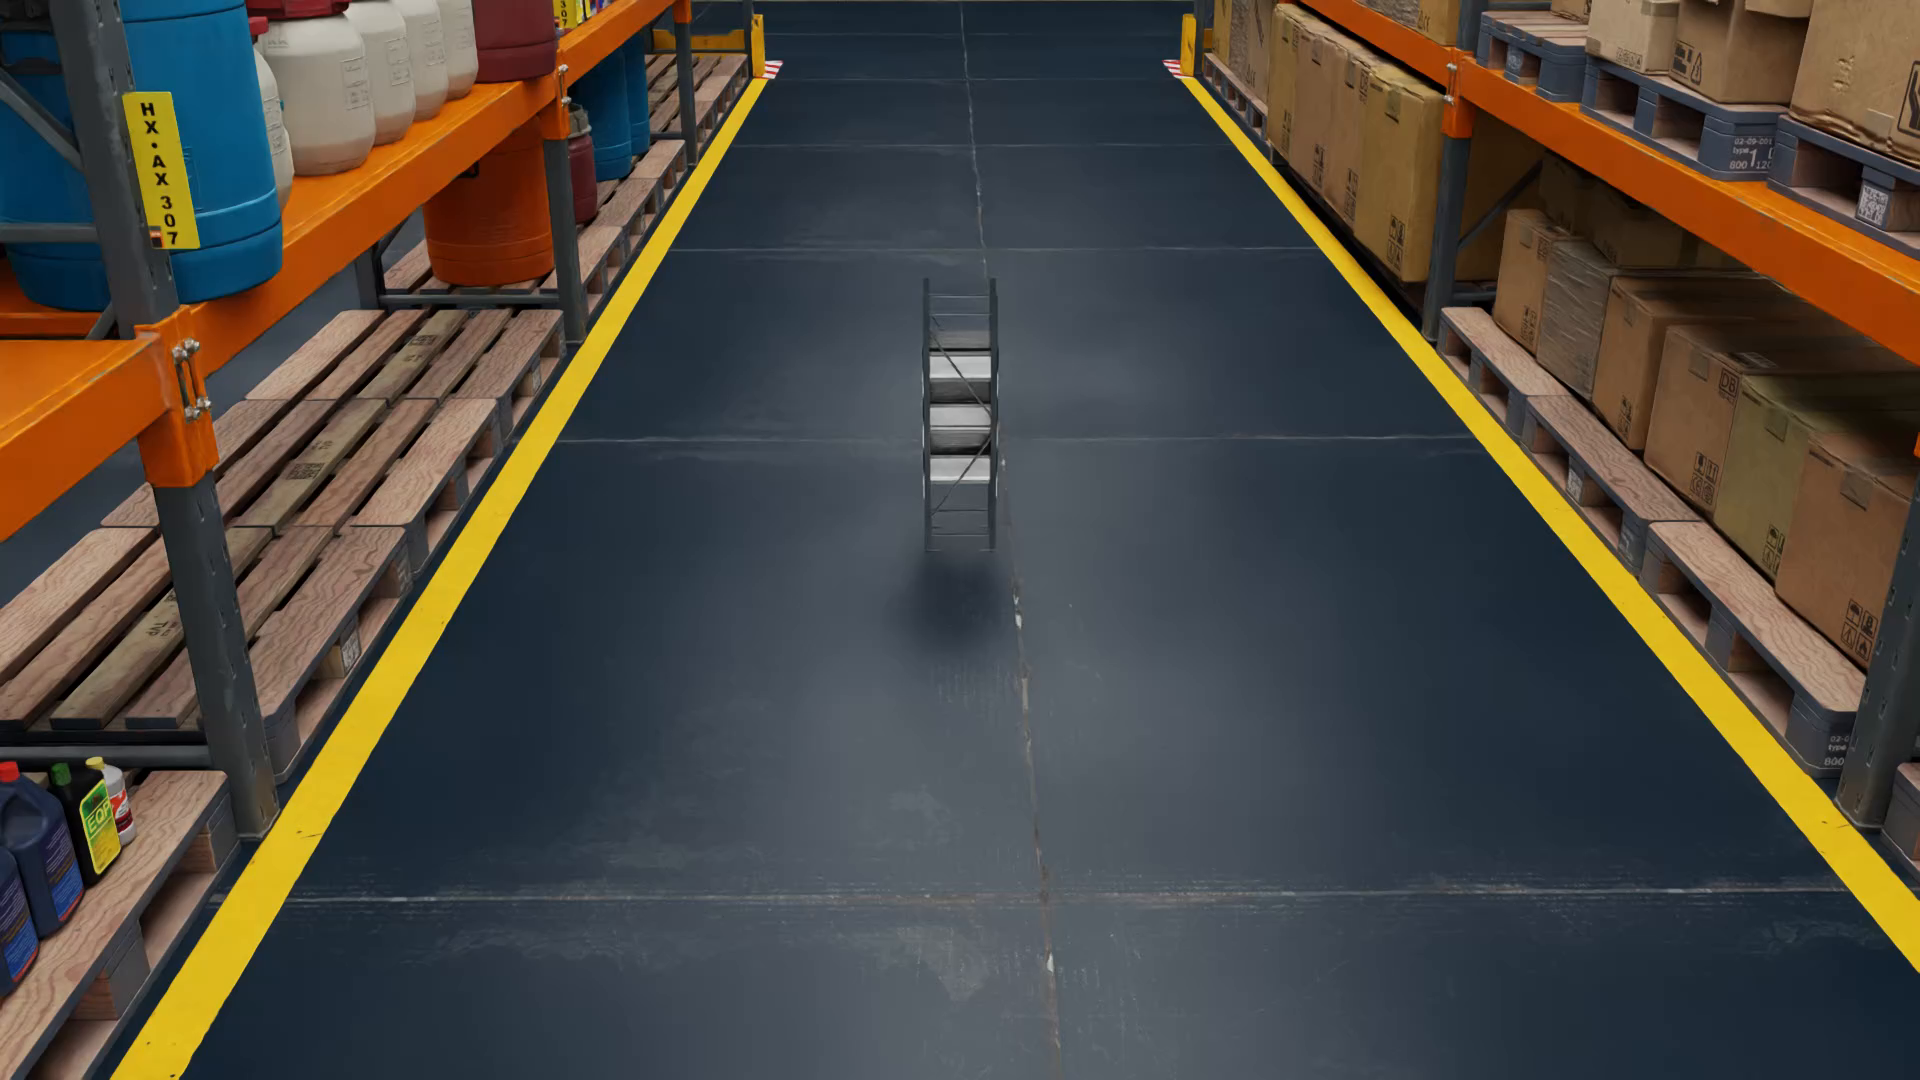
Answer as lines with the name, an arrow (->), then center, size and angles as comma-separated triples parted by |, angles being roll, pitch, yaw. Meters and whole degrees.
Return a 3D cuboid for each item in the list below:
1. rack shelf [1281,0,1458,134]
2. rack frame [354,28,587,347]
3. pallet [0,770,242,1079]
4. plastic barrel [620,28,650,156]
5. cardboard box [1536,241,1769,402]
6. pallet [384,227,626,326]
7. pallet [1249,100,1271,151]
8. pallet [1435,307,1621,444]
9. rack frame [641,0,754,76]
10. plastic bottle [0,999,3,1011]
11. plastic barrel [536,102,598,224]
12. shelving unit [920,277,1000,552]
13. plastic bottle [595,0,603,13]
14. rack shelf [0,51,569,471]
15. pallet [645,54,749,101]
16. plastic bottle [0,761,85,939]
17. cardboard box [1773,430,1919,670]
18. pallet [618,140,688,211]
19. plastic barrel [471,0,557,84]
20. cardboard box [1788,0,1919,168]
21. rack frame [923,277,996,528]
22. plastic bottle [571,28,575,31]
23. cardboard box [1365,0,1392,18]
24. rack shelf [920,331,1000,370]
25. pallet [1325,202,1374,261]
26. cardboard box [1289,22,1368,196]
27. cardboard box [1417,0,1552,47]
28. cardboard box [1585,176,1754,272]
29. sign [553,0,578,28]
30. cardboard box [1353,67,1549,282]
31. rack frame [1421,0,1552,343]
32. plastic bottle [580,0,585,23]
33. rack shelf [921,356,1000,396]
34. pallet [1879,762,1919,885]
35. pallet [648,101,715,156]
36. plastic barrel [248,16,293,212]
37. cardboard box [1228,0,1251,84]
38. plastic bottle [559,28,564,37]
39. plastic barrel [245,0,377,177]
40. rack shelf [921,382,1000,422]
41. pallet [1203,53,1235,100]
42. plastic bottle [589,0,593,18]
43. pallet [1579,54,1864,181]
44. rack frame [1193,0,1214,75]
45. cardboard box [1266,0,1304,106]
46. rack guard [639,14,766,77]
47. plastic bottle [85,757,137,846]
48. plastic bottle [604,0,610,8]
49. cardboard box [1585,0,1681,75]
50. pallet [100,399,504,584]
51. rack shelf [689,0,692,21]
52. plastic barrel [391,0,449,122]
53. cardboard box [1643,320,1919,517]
rack shelf -> 2.668, -2.812, 9.201 | 1.077, 0.370, 4.000 | 0, 24, -1
rack frame -> -2.263, -2.294, 7.182 | 1.000, 3.000, 0.127 | 0, 24, -1
pallet -> -2.253, 0.902, 3.500 | 1.003, 0.211, 1.213 | 0, 24, -1
plastic barrel -> -2.317, -2.953, 10.676 | 0.600, 0.901, 0.708 | 0, 24, -1
cardboard box -> 2.736, -0.873, 6.540 | 0.700, 0.500, 0.500 | -2, 24, -5
pallet -> -2.313, -1.348, 8.474 | 1.003, 0.211, 1.213 | 0, 24, -1
pallet -> 2.716, -3.008, 12.144 | 1.003, 0.211, 1.213 | 0, 24, -1
pallet -> 2.697, -0.724, 7.094 | 1.003, 0.211, 1.213 | 0, 24, -1
rack frame -> -2.350, -5.590, 14.471 | 1.000, 3.000, 0.127 | 0, 24, -1
plastic bottle -> -1.878, 0.802, 3.100 | 0.061, 0.283, 0.133 | 1, 24, 3
plastic barrel -> -2.297, -2.053, 9.067 | 0.600, 0.588, 0.708 | 0, 24, -1
shelving unit -> 0.000, -0.413, 5.572 | 0.258, 0.900, 0.210 | 0, 24, -1
plastic bottle -> -1.911, -2.897, 8.657 | 0.061, 0.283, 0.133 | 0, 24, -1
rack shelf -> -2.241, -1.142, 5.508 | 1.077, 0.370, 4.000 | 0, 24, -1
pallet -> -2.380, -3.980, 14.293 | 1.003, 0.211, 1.213 | 0, 24, -1
plastic bottle -> -1.924, 0.625, 3.409 | 0.144, 0.351, 0.185 | -1, 24, -2
cardboard box -> 2.749, 0.018, 4.571 | 0.700, 0.500, 0.500 | -2, 24, -5
pallet -> -2.339, -2.353, 10.697 | 1.003, 0.211, 1.213 | 0, 24, -1
plastic barrel -> -1.955, -2.166, 6.734 | 0.600, 0.536, 0.708 | 0, 24, -1
cardboard box -> 2.865, -1.461, 4.102 | 1.000, 1.000, 1.000 | 0, 24, 0
rack frame -> -0.001, -0.455, 5.665 | 0.240, 0.900, 0.006 | 0, 24, -1
plastic bottle -> -1.949, -2.608, 8.026 | 0.152, 0.276, 0.135 | 0, 24, -1
cardboard box -> 2.429, -2.983, 8.585 | 0.500, 0.500, 0.500 | -1, 24, -2
rack shelf -> 0.000, -0.629, 5.474 | 0.258, 0.077, 0.200 | 0, 24, -1
pallet -> 2.747, -1.872, 9.633 | 1.003, 0.211, 1.213 | 0, 24, -1
cardboard box -> 2.684, -2.556, 9.830 | 1.225, 0.875, 0.875 | -1, 24, -2
cardboard box -> 2.437, -2.564, 7.658 | 0.500, 0.500, 0.500 | 0, 24, 1
cardboard box -> 2.743, -1.225, 6.408 | 0.500, 0.250, 0.500 | 2, 24, 5
sign -> -1.712, -2.374, 7.160 | 0.100, 0.325, 0.005 | 0, 24, -1
cardboard box -> 2.703, -1.824, 8.211 | 1.225, 0.875, 0.875 | -1, 24, -3
rack frame -> 2.690, -2.316, 7.231 | 1.000, 3.000, 0.127 | 0, 24, -1
plastic bottle -> -1.924, -2.677, 8.269 | 0.097, 0.201, 0.097 | 0, 24, 0
rack shelf -> 0.000, -0.547, 5.512 | 0.258, 0.077, 0.200 | 0, 24, -1
pallet -> 2.776, 0.879, 3.550 | 1.003, 0.211, 1.213 | 0, 24, -1
pallet -> -2.353, -2.974, 12.070 | 1.003, 0.211, 1.213 | 0, 24, -1
plastic barrel -> -2.010, -1.103, 4.383 | 0.433, 0.535, 0.433 | 0, 24, 0
cardboard box -> 2.700, -4.198, 13.460 | 0.875, 0.875, 0.875 | 0, 24, -1
plastic bottle -> -1.919, -2.471, 7.815 | 0.097, 0.201, 0.097 | 0, 24, 0
plastic barrel -> -2.018, -1.405, 5.052 | 0.433, 0.535, 0.433 | 0, 24, 0
rack shelf -> 0.000, -0.465, 5.549 | 0.258, 0.077, 0.200 | 0, 24, -1
pallet -> 2.690, -4.013, 14.367 | 1.003, 0.211, 1.213 | 0, 24, -1
plastic bottle -> -1.927, -2.804, 8.465 | 0.097, 0.271, 0.097 | 0, 24, 0
pallet -> 2.753, -1.413, 5.467 | 1.003, 0.211, 1.213 | 0, 24, -1
rack frame -> 2.603, -5.613, 14.520 | 1.000, 3.000, 0.127 | 0, 24, -1
cardboard box -> 2.719, -3.460, 11.829 | 0.875, 0.875, 0.875 | 0, 24, -1
rack guard -> -2.363, -4.461, 15.007 | 1.175, 0.500, 0.348 | 0, 24, -1
plastic bottle -> -1.903, 0.577, 3.696 | 0.097, 0.201, 0.097 | 0, 24, 0
plastic bottle -> -1.959, -2.989, 8.868 | 0.152, 0.276, 0.135 | 0, 24, -1
cardboard box -> 2.478, -1.747, 5.646 | 0.500, 0.250, 0.500 | -1, 24, -2
pallet -> -2.282, -0.202, 5.941 | 1.003, 0.211, 1.213 | 0, 24, -1
rack shelf -> -2.328, -4.438, 12.797 | 1.077, 0.370, 4.000 | 0, 24, -1
plastic barrel -> -2.033, -1.748, 5.840 | 0.421, 0.512, 0.421 | 0, 24, 0
cardboard box -> 2.756, -0.410, 5.515 | 0.700, 0.500, 0.500 | -2, 24, -5
